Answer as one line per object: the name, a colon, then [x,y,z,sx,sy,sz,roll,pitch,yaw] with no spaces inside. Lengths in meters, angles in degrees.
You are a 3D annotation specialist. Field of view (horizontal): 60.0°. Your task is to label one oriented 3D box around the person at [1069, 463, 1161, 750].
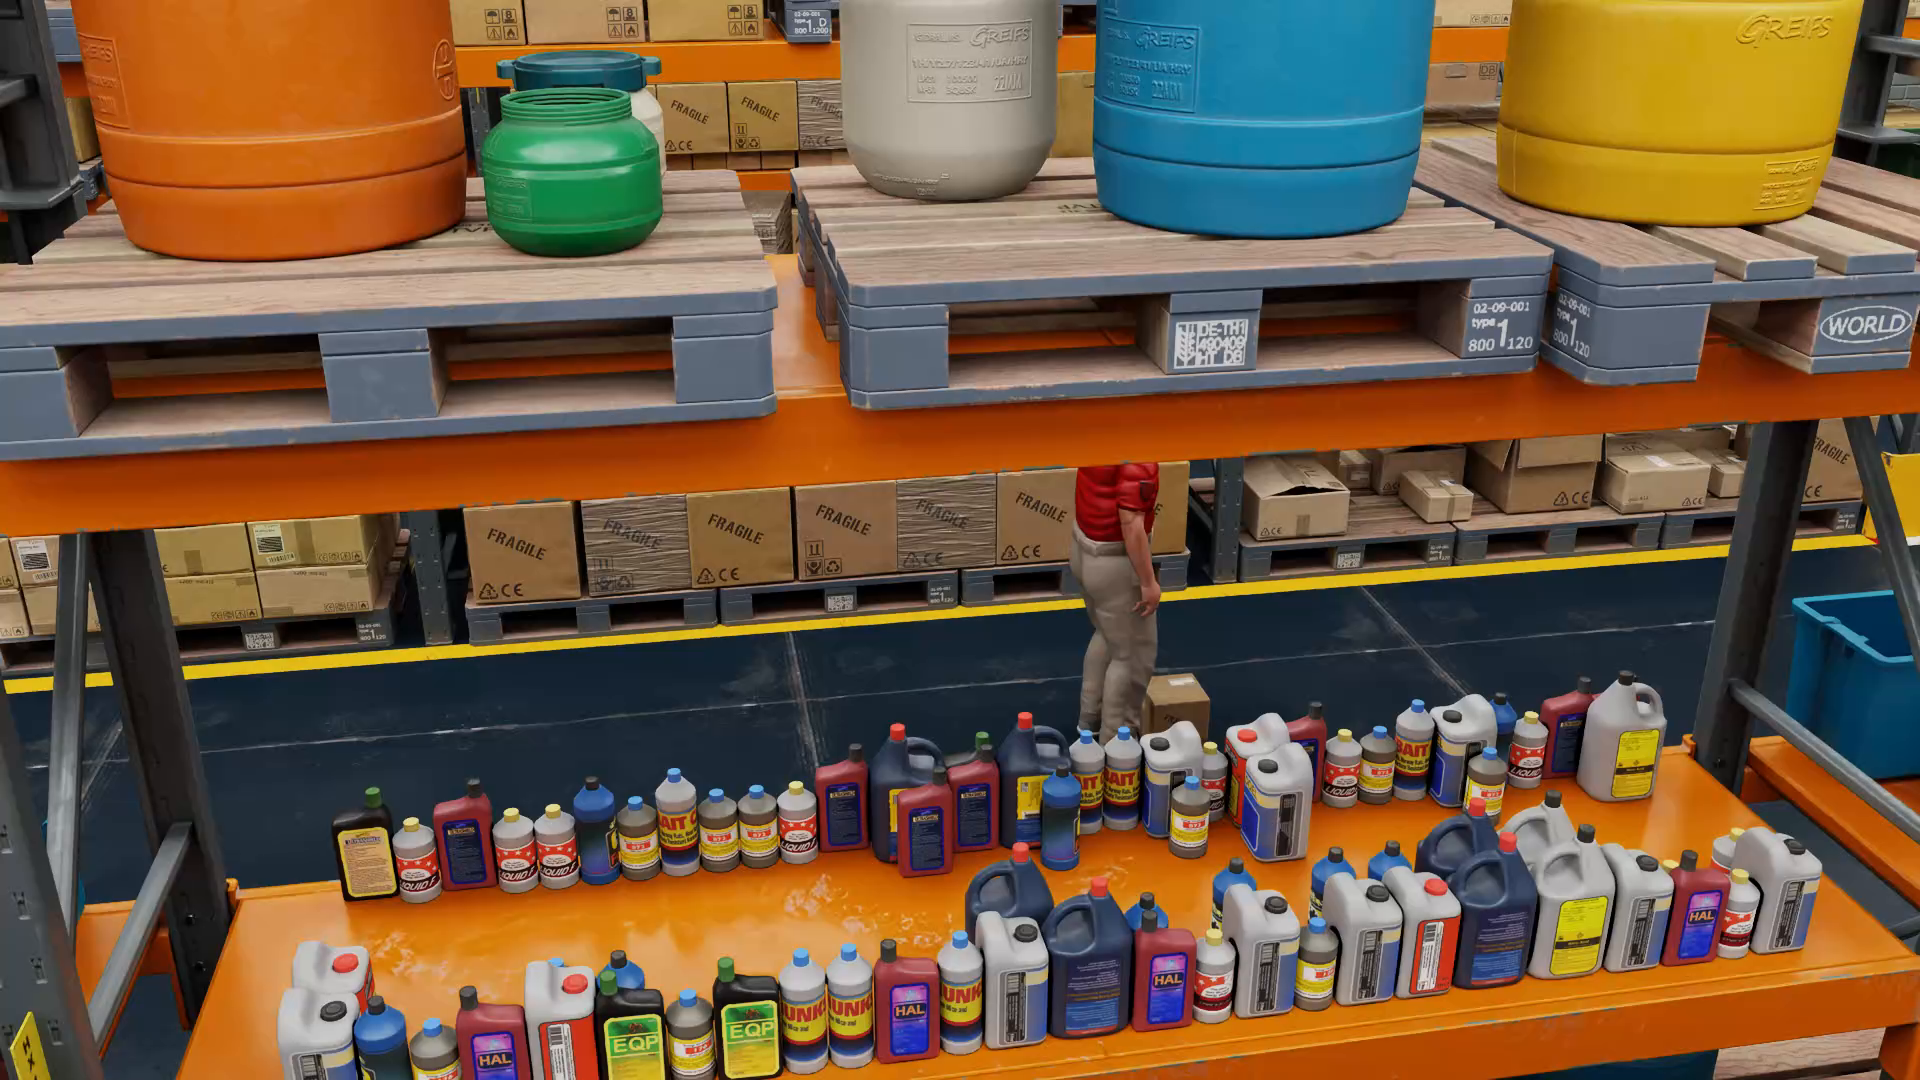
person: [0.671,0.095,6.893,0.394,1.726,0.605,-6,24,-13]
